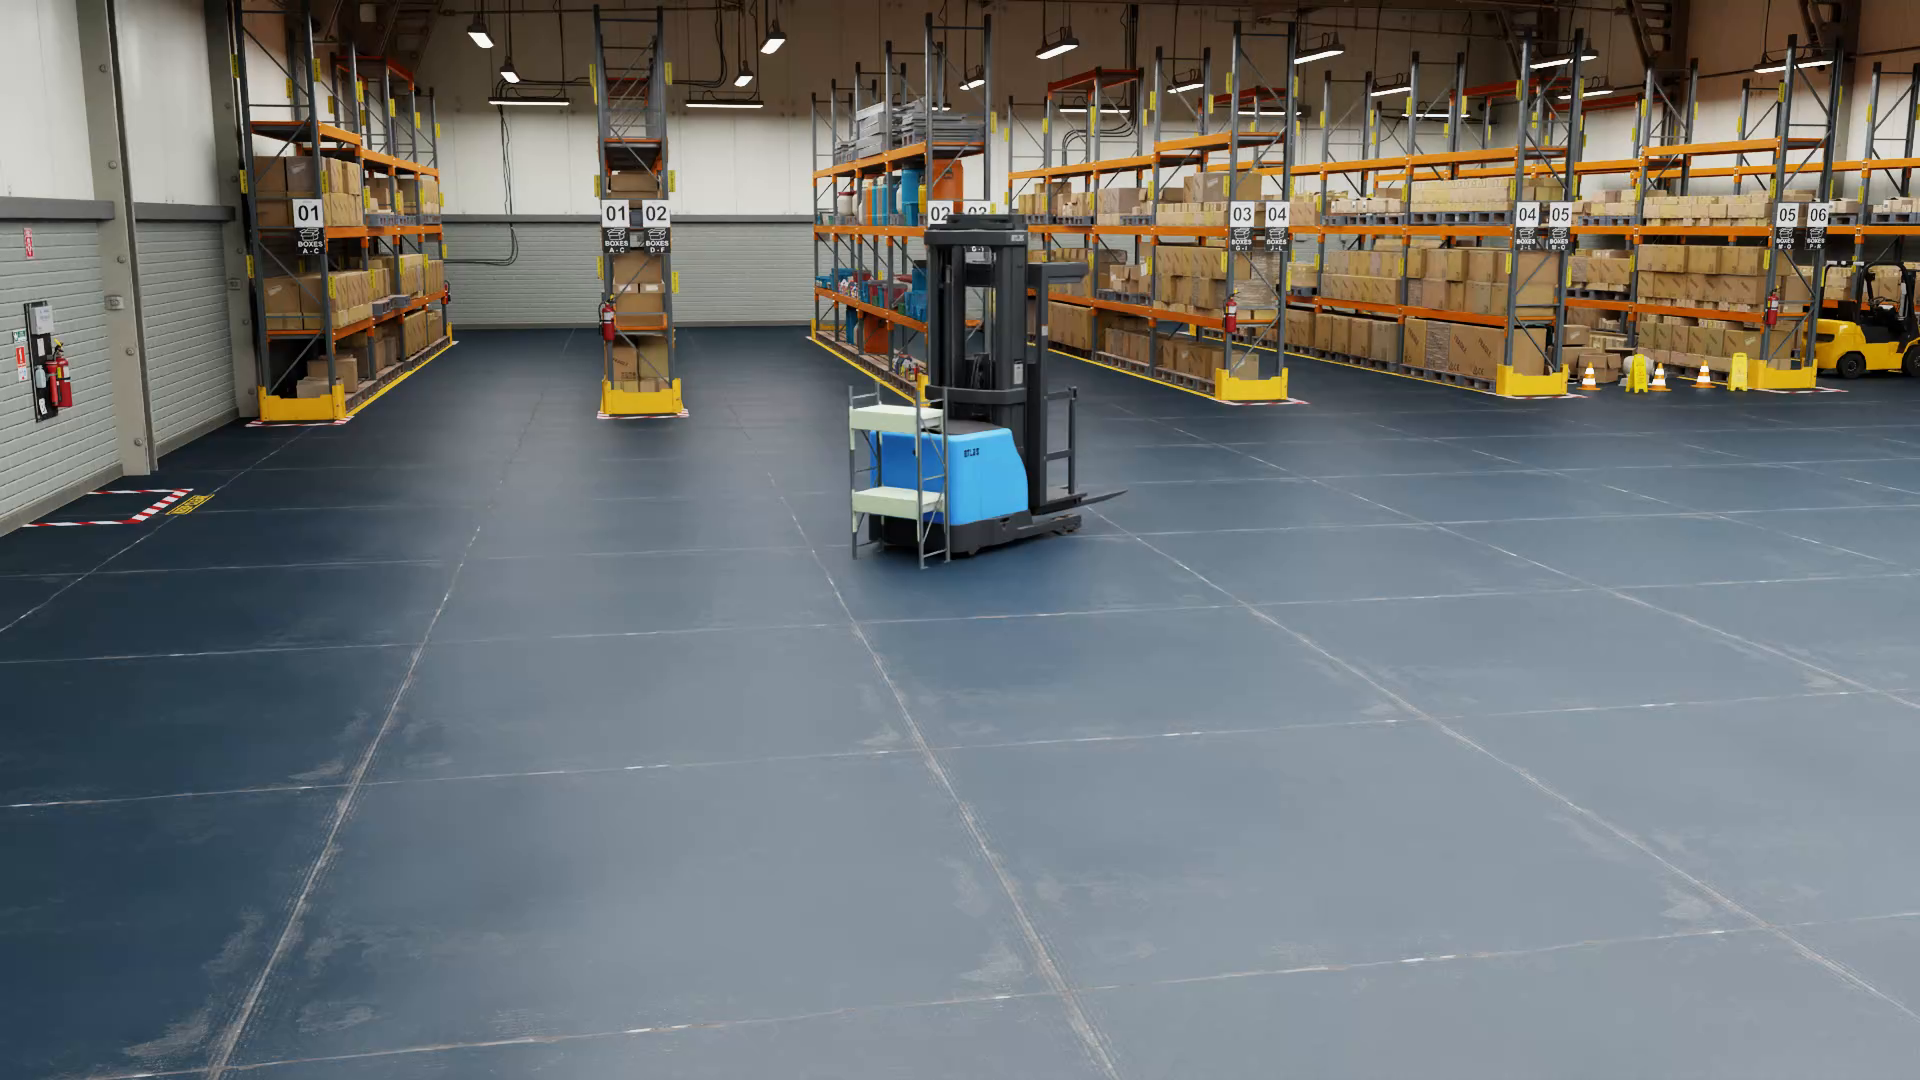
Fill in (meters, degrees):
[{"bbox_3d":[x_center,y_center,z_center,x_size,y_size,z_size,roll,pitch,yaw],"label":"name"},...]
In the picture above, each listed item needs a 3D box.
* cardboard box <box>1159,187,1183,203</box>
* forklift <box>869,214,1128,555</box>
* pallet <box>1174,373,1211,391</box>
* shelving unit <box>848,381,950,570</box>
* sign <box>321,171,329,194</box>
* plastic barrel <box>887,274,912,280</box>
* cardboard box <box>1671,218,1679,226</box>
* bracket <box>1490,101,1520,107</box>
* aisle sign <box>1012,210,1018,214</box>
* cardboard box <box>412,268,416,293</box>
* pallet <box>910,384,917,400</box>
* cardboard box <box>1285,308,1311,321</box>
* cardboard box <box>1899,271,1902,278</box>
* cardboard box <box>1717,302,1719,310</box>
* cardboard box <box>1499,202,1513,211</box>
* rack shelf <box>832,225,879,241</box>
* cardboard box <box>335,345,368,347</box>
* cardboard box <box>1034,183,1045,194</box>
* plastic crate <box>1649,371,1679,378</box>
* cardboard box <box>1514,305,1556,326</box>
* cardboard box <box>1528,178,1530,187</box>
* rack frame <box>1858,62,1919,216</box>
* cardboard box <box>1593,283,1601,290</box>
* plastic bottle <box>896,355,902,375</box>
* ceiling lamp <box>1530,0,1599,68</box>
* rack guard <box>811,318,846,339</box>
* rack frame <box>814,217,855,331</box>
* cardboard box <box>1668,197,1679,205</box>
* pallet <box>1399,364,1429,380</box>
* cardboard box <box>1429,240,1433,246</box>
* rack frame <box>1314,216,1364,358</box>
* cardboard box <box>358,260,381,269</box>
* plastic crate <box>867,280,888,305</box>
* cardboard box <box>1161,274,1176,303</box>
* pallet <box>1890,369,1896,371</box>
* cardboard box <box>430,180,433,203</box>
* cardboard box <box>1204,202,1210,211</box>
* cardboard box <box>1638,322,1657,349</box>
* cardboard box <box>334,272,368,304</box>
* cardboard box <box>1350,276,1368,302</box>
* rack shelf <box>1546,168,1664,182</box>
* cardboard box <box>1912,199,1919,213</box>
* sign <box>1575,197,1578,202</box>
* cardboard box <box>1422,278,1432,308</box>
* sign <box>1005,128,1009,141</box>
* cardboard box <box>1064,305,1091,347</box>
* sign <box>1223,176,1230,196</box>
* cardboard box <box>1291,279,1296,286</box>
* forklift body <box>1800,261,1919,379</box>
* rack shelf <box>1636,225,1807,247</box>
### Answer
[{"bbox_3d":[4.061,-6.355,31.195,0.797,0.503,0.637,-3,11,-14],"label":"cardboard box"},{"bbox_3d":[0.492,-1.535,15.476,1.130,2.935,3.031,8,14,37],"label":"forklift"},{"bbox_3d":[4.461,-2.819,29.495,1.003,0.211,1.213,-2,11,-11],"label":"pallet"},{"bbox_3d":[-0.519,-0.563,14.163,0.755,1.500,0.431,8,15,36],"label":"shelving unit"},{"bbox_3d":[-9.211,-5.183,24.101,0.100,0.325,0.005,-2,11,-11],"label":"sign"},{"bbox_3d":[-1.193,-5.081,33.559,0.600,0.536,0.708,-2,11,-11],"label":"plastic barrel"},{"bbox_3d":[13.759,-6.040,31.613,0.380,0.149,0.250,-2,11,-9],"label":"cardboard box"},{"bbox_3d":[15.698,-13.096,50.359,0.076,0.066,5.218,-2,11,-11],"label":"bracket"},{"bbox_3d":[1.413,-8.015,42.385,0.394,0.787,0.004,-2,11,-11],"label":"aisle sign"},{"bbox_3d":[-11.439,-5.314,34.031,0.500,0.500,0.500,-2,11,-9],"label":"cardboard box"},{"bbox_3d":[-0.239,-2.413,27.361,1.003,0.211,1.213,-2,11,-11],"label":"pallet"},{"bbox_3d":[7.580,-5.079,37.468,0.500,0.250,0.500,-2,11,-10],"label":"cardboard box"},{"bbox_3d":[18.603,-5.186,32.471,0.380,0.149,0.250,-2,11,-12],"label":"cardboard box"},{"bbox_3d":[14.093,-4.287,30.425,0.380,0.149,0.250,-2,11,-10],"label":"cardboard box"},{"bbox_3d":[9.321,-5.617,27.999,0.380,0.149,0.250,-2,11,-11],"label":"cardboard box"},{"bbox_3d":[-1.970,-6.575,35.675,1.077,0.370,4.000,-2,11,-11],"label":"rack shelf"},{"bbox_3d":[-10.830,-3.210,29.601,0.700,0.500,0.500,-2,11,-12],"label":"cardboard box"},{"bbox_3d":[2.105,-8.511,40.259,0.500,0.250,0.500,-2,11,-13],"label":"cardboard box"},{"bbox_3d":[13.277,-3.143,31.550,0.402,0.080,0.583,-6,13,-31],"label":"plastic crate"},{"bbox_3d":[12.945,-4.921,37.642,0.875,0.875,0.875,-2,11,-12],"label":"cardboard box"},{"bbox_3d":[9.868,-6.126,28.539,0.380,0.149,0.250,-2,11,-12],"label":"cardboard box"},{"bbox_3d":[18.644,-8.023,33.337,1.000,3.000,0.127,-2,11,-11],"label":"rack frame"},{"bbox_3d":[13.233,-5.204,34.118,0.380,0.149,0.250,-2,11,-11],"label":"cardboard box"},{"bbox_3d":[-1.053,-3.106,29.456,0.144,0.351,0.185,-2,11,-9],"label":"plastic bottle"},{"bbox_3d":[11.660,-10.606,31.293,0.800,3.185,2.000,-2,11,-11],"label":"ceiling lamp"},{"bbox_3d":[-3.154,-5.332,41.924,1.175,0.500,0.348,-2,11,-11],"label":"rack guard"},{"bbox_3d":[-3.137,-6.556,41.670,1.000,3.000,0.127,-2,11,-11],"label":"rack frame"},{"bbox_3d":[13.664,-6.423,31.490,0.380,0.149,0.250,-2,11,-11],"label":"cardboard box"},{"bbox_3d":[9.012,-3.184,31.416,1.003,0.211,1.213,-2,11,-11],"label":"pallet"},{"bbox_3d":[11.865,-7.365,41.245,0.380,0.149,0.250,-2,11,-11],"label":"cardboard box"},{"bbox_3d":[8.162,-5.430,35.758,1.000,3.000,0.127,-2,11,-11],"label":"rack frame"},{"bbox_3d":[-11.125,-5.191,31.323,0.380,0.149,0.250,-4,12,-21],"label":"cardboard box"},{"bbox_3d":[-1.567,-4.812,32.340,0.402,0.464,0.583,-2,11,-11],"label":"plastic crate"},{"bbox_3d":[4.145,-4.552,30.082,0.875,0.500,0.500,-2,11,-11],"label":"cardboard box"},{"bbox_3d":[18.758,-3.559,33.385,1.003,0.211,1.213,-2,11,-11],"label":"pallet"},{"bbox_3d":[-12.248,-7.907,37.753,0.500,0.500,0.500,-3,11,-14],"label":"cardboard box"},{"bbox_3d":[4.305,-5.580,27.856,0.380,0.149,0.250,-2,11,-11],"label":"cardboard box"},{"bbox_3d":[13.626,-4.001,32.474,0.500,0.500,0.500,-2,11,-8],"label":"cardboard box"},{"bbox_3d":[-10.023,-4.132,27.280,0.500,0.500,0.500,-2,11,-11],"label":"cardboard box"},{"bbox_3d":[8.279,-5.110,33.808,0.500,0.500,0.500,-2,11,-12],"label":"cardboard box"},{"bbox_3d":[16.699,-9.502,43.041,1.077,0.370,4.000,-2,11,-11],"label":"rack shelf"},{"bbox_3d":[18.635,-6.456,32.094,0.396,0.266,0.258,-2,11,-12],"label":"cardboard box"},{"bbox_3d":[13.531,-7.376,36.574,0.100,0.325,0.005,-2,11,-11],"label":"sign"},{"bbox_3d":[9.153,-4.603,31.010,0.875,0.550,0.550,-2,11,-11],"label":"cardboard box"},{"bbox_3d":[1.176,-10.200,41.853,0.100,0.325,0.005,-2,11,-11],"label":"sign"},{"bbox_3d":[2.998,-4.722,36.596,1.225,0.875,0.875,-2,11,-11],"label":"cardboard box"},{"bbox_3d":[4.285,-5.693,26.749,0.100,0.325,0.005,-2,11,-11],"label":"sign"},{"bbox_3d":[7.519,-5.680,36.617,0.380,0.149,0.250,-2,11,-10],"label":"cardboard box"},{"bbox_3d":[17.264,-4.207,31.602,2.313,2.155,1.214,-2,11,-11],"label":"forklift body"},{"bbox_3d":[14.165,-5.648,30.806,1.077,0.370,4.000,-2,11,-11],"label":"rack shelf"}]
